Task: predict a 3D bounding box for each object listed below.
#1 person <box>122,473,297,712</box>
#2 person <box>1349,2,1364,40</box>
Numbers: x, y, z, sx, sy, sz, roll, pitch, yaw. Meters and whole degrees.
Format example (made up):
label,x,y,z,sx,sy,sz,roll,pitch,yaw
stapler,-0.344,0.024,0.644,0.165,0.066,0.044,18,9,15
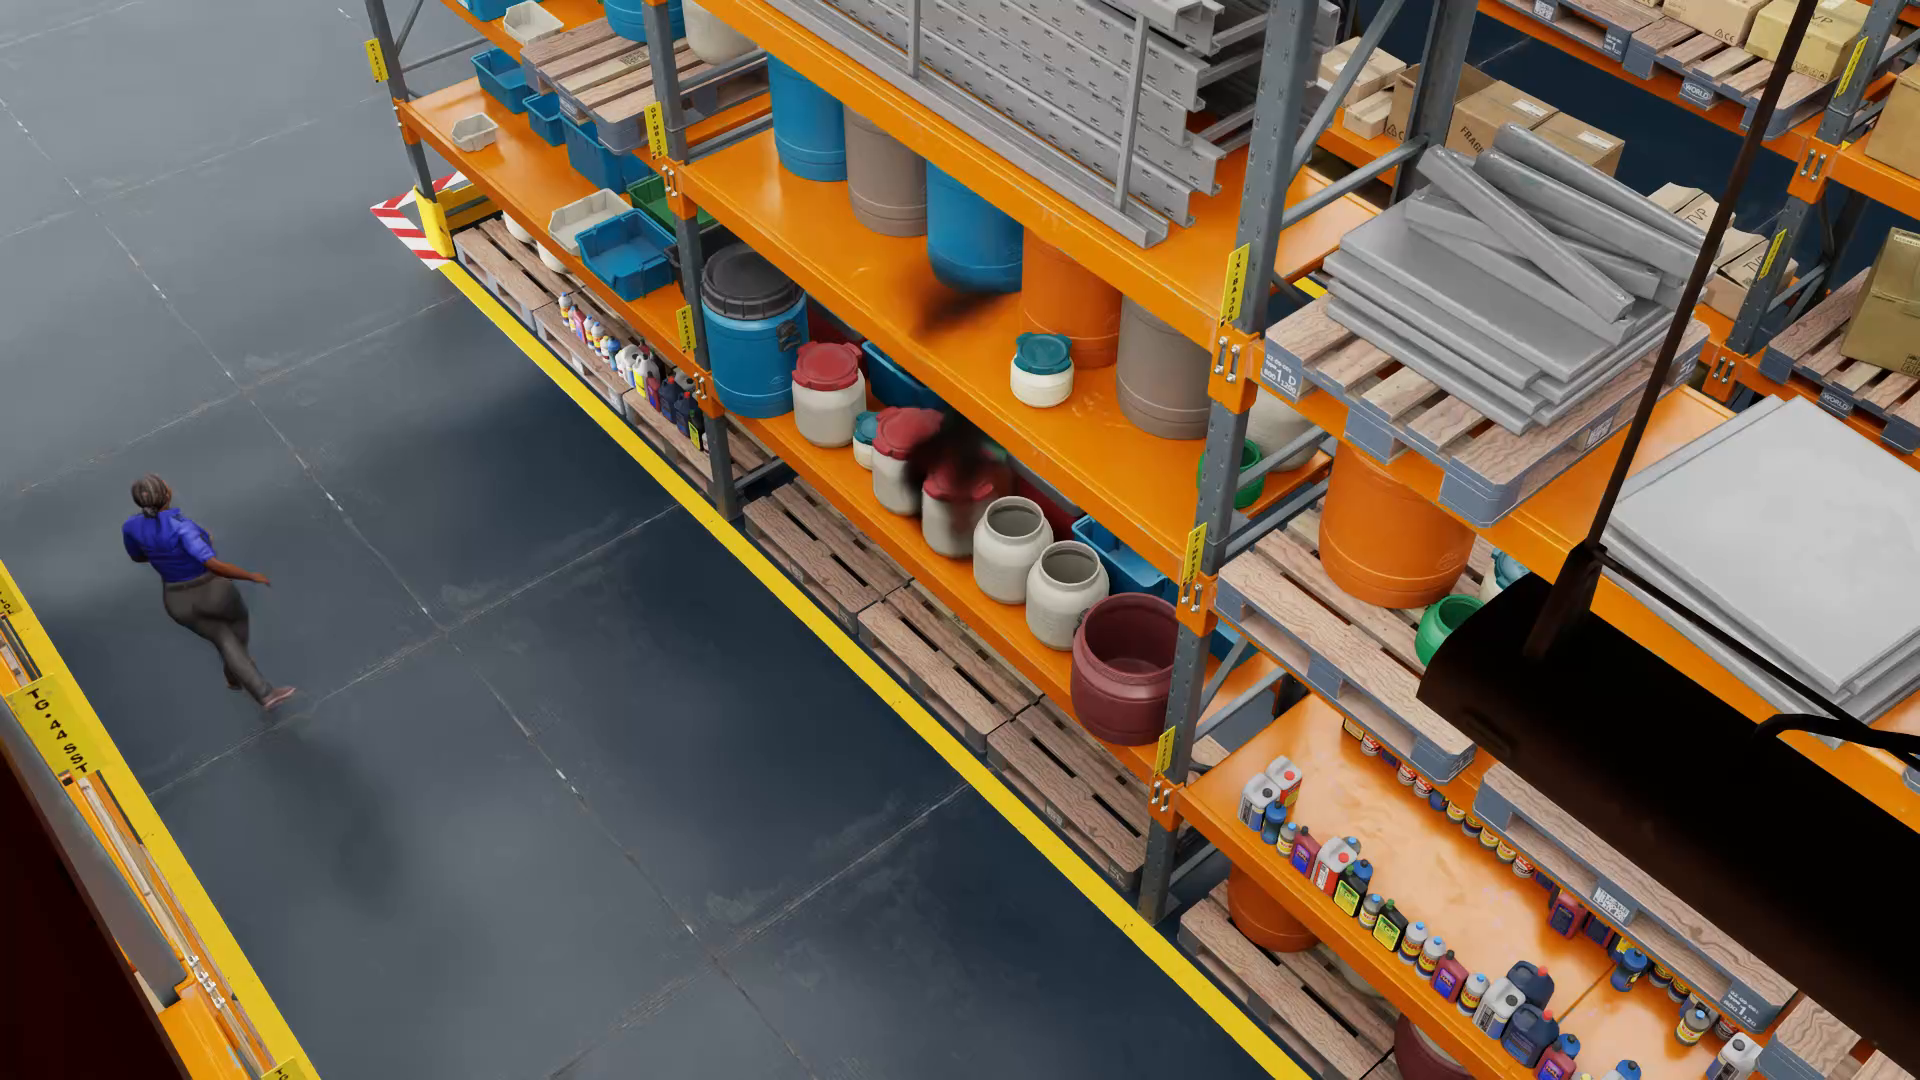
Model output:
label,x,y,z,sx,sy,sz,roll,pitch,yaw
person,-4.171,0.327,9.226,0.693,1.620,0.604,-8,47,-7
person,3.248,-5.238,14.820,0.876,1.738,0.706,-2,47,-2
